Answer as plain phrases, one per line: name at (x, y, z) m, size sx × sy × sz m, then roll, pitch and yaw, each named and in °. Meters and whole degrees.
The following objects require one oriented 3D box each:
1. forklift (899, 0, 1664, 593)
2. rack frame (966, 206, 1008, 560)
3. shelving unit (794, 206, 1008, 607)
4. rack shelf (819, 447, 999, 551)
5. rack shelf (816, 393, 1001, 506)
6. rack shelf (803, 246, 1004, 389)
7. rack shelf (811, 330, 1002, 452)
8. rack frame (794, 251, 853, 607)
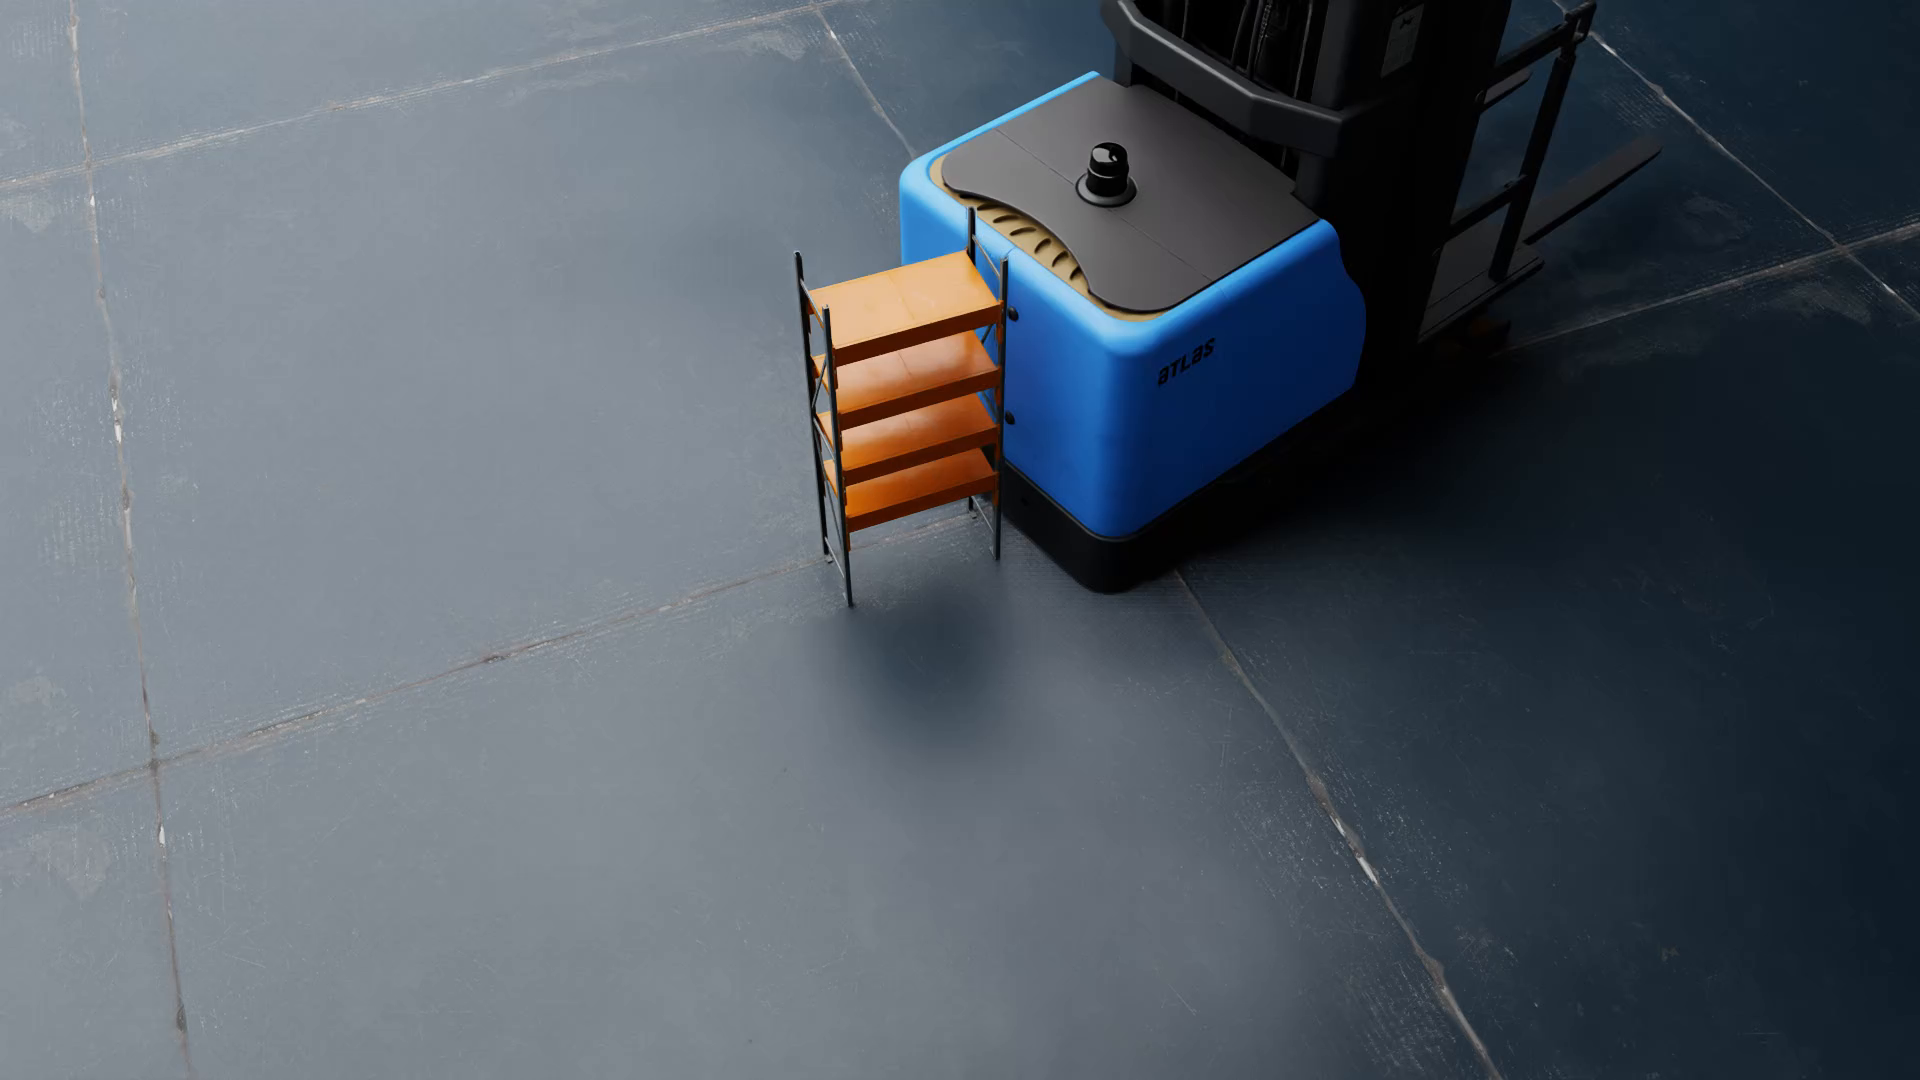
forklift at (1.265, -1.755, 4.825) m, size 3.031 × 2.935 × 1.130 m, roll -32°, pitch 57°, yaw -25°
rack frame at (0.073, -0.413, 4.814) m, size 0.015 × 1.200 × 0.240 m, roll -17°, pitch 52°, yaw -14°
shelving unit at (-0.153, -0.343, 4.754) m, size 0.503 × 1.200 × 0.258 m, roll -17°, pitch 52°, yaw -14°
rack shelf at (-0.153, -0.170, 4.956) m, size 0.480 × 0.148 × 0.258 m, roll -17°, pitch 52°, yaw -14°
rack shelf at (-0.153, -0.300, 4.805) m, size 0.480 × 0.148 × 0.258 m, roll -17°, pitch 52°, yaw -14°
rack shelf at (-0.153, -0.599, 4.456) m, size 0.480 × 0.148 × 0.258 m, roll -17°, pitch 52°, yaw -14°
rack shelf at (-0.153, -0.445, 4.635) m, size 0.480 × 0.148 × 0.258 m, roll -17°, pitch 52°, yaw -14°
rack frame at (-0.379, -0.273, 4.694) m, size 0.015 × 1.200 × 0.240 m, roll -17°, pitch 52°, yaw -14°
